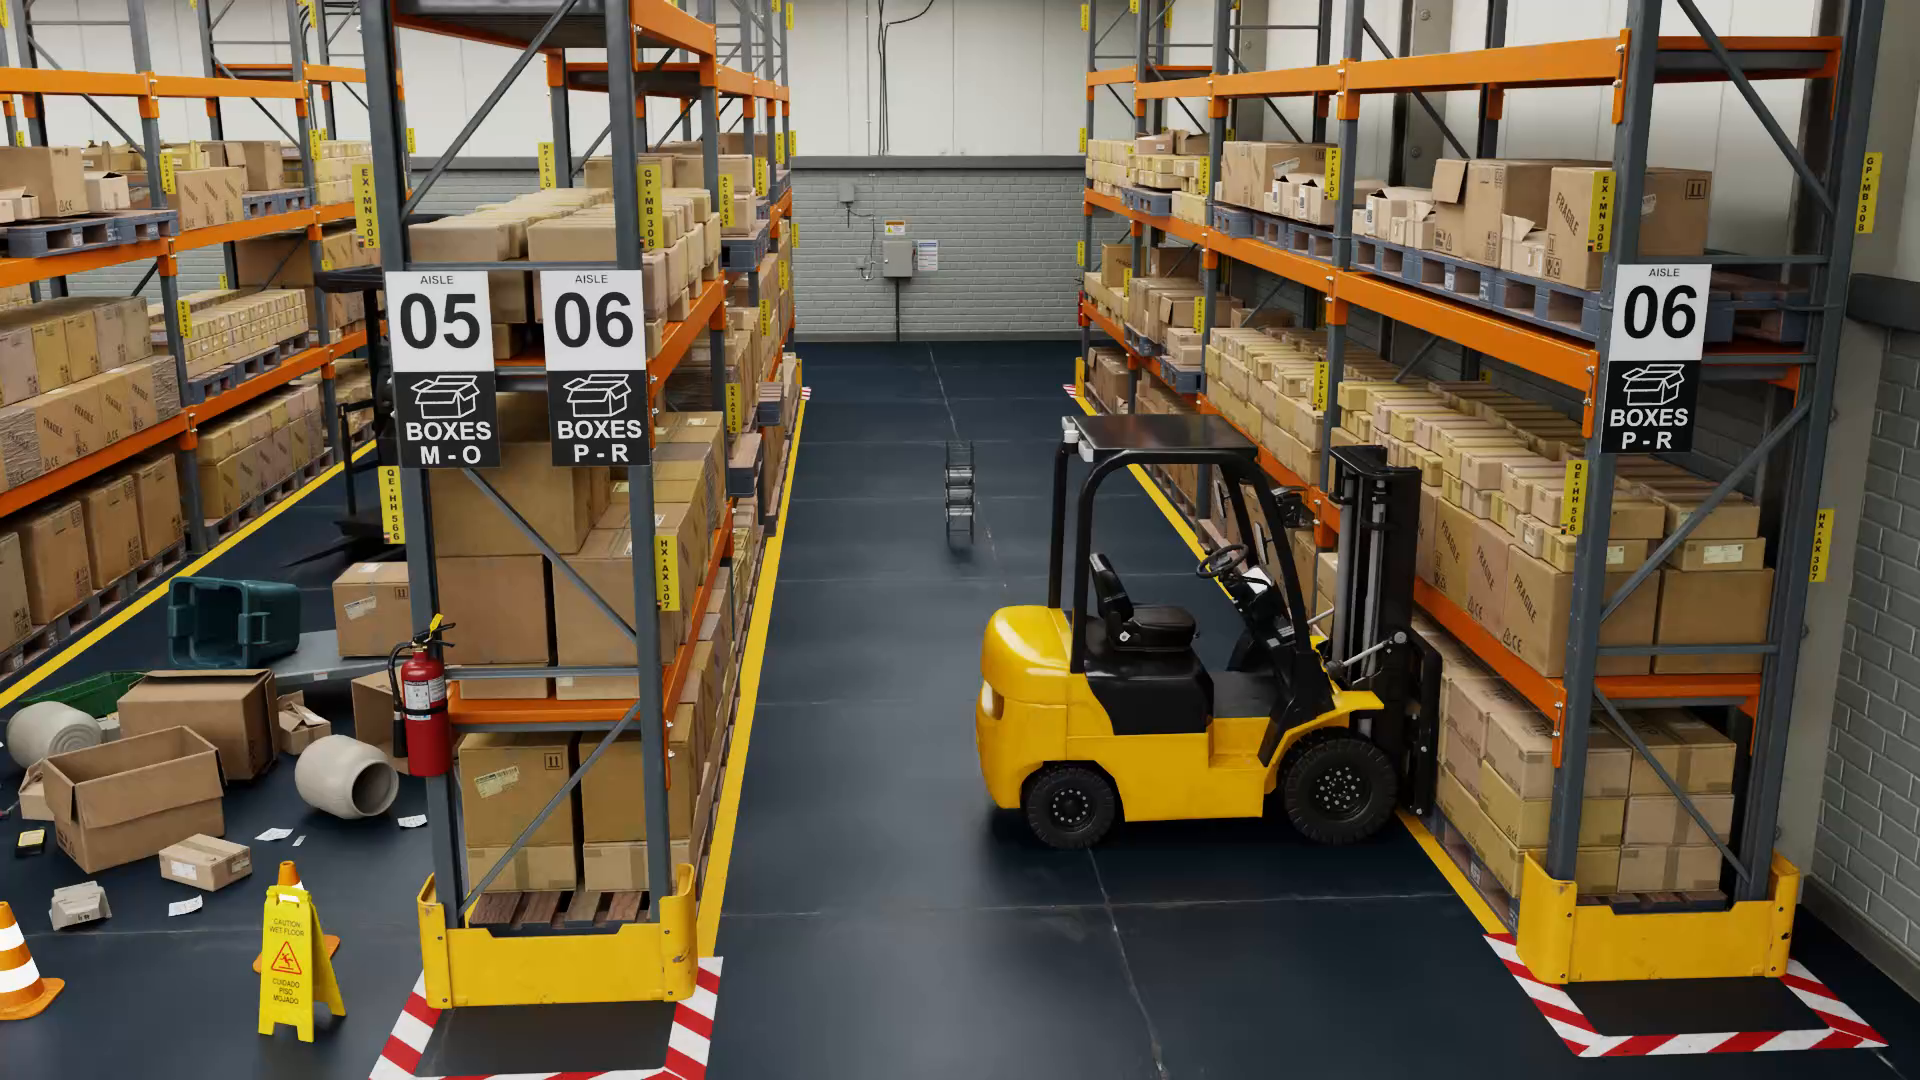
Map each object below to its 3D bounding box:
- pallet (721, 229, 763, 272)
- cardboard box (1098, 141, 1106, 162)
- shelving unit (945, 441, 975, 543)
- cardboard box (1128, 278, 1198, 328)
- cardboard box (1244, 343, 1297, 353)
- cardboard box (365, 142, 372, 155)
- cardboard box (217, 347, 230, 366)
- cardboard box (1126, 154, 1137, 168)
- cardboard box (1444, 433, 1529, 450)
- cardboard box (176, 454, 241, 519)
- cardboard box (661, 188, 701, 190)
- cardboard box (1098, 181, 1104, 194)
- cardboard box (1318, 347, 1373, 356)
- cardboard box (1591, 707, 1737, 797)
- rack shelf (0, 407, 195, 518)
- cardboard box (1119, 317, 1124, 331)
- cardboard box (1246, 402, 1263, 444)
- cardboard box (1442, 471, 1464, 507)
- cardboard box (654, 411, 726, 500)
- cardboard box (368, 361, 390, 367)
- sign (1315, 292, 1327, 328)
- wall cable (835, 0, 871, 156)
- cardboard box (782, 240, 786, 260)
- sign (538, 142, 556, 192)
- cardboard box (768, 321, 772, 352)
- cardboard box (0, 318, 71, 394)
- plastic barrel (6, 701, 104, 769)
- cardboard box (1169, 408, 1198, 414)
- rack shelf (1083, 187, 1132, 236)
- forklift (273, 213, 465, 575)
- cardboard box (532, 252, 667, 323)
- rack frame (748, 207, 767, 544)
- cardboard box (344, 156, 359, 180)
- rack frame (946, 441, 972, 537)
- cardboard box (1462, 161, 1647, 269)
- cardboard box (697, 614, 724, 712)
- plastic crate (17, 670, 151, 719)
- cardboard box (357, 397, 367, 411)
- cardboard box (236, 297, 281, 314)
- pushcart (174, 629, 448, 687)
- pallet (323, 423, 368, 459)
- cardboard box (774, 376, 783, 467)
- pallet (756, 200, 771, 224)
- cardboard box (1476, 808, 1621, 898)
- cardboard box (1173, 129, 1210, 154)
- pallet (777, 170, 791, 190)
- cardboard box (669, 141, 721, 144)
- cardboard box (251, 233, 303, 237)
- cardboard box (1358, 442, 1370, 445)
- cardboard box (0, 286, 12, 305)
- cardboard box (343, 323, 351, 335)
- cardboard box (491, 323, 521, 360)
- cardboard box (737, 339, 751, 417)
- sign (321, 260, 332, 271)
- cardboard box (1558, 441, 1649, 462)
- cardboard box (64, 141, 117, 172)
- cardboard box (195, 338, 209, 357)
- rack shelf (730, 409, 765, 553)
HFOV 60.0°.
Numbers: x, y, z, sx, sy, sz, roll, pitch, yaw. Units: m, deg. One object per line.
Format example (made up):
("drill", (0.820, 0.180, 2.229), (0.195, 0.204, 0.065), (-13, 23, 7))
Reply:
("pallet", (-1.950, -1.945, 11.148), (1.213, 0.211, 1.003), (-1, 14, -3))
("cardboard box", (2.026, -4.891, 20.920), (0.500, 0.250, 0.500), (-1, 14, -4))
("shelving unit", (-0.001, -0.438, 15.146), (0.258, 0.900, 0.210), (-1, 14, -3))
("cardboard box", (2.246, -2.623, 18.383), (0.700, 0.500, 0.500), (-1, 14, -2))
("cardboard box", (2.547, -1.523, 13.646), (0.380, 0.149, 0.250), (-1, 14, -3))
("cardboard box", (-7.335, -4.729, 20.089), (0.380, 0.149, 0.250), (-1, 14, -2))
("cardboard box", (-7.079, -1.719, 15.571), (0.380, 0.149, 0.250), (0, 14, -1))
("cardboard box", (2.021, -4.141, 18.170), (0.380, 0.149, 0.250), (0, 14, -2))
("cardboard box", (2.850, -0.485, 9.015), (0.380, 0.149, 0.250), (-1, 14, -3))
("cardboard box", (-6.990, -0.494, 15.325), (0.500, 0.500, 0.500), (-2, 15, -6))
("cardboard box", (-1.781, -2.070, 10.160), (0.380, 0.149, 0.250), (-1, 14, -2))
("cardboard box", (1.957, -4.481, 21.130), (0.380, 0.149, 0.250), (-1, 14, -4))
("cardboard box", (3.115, -1.470, 13.440), (0.380, 0.149, 0.250), (-1, 14, -4))
("cardboard box", (3.342, 1.011, 7.972), (0.500, 0.250, 0.500), (-1, 14, -4))
("rack shelf", (-7.077, -0.476, 12.523), (1.077, 0.370, 4.000), (-1, 14, -3))
("cardboard box", (2.090, -2.578, 19.754), (0.380, 0.149, 0.250), (-1, 14, -2))
("cardboard box", (2.567, -0.932, 13.152), (0.500, 0.250, 0.500), (0, 14, -2))
("cardboard box", (2.778, -0.274, 8.793), (0.380, 0.149, 0.250), (-1, 14, -3))
("cardboard box", (-1.743, -0.514, 10.431), (0.500, 0.500, 0.500), (-1, 14, -5))
("cardboard box", (-7.452, -2.231, 21.585), (0.380, 0.149, 0.250), (-1, 14, -2))
("sign", (3.241, -2.071, 14.955), (0.100, 0.325, 0.005), (-1, 14, -3))
("wall cable", (-2.645, -7.739, 27.270), (2.355, 3.000, 0.029), (-1, 14, -3))
("cardboard box", (-2.347, -3.326, 19.950), (0.500, 0.500, 0.500), (-1, 14, -2))
("sign", (-2.572, -2.313, 10.371), (0.100, 0.325, 0.005), (-1, 14, -3))
("cardboard box", (-2.101, -1.975, 16.204), (0.500, 0.250, 0.500), (-1, 14, -4))
("cardboard box", (-7.084, -1.362, 12.316), (0.700, 0.500, 0.500), (-1, 14, -4))
("plastic barrel", (-5.351, 1.179, 9.817), (0.512, 0.421, 0.421), (10, 18, 35))
("cardboard box", (2.350, -1.257, 16.987), (0.380, 0.149, 0.250), (-2, 15, -6))
("rack shelf", (2.316, -4.097, 20.578), (1.077, 0.370, 4.000), (-1, 14, -3))
("forklift", (-4.798, -1.314, 14.473), (1.130, 2.935, 3.031), (5, 15, 17))
("cardboard box", (-1.536, -1.087, 7.138), (0.500, 0.250, 0.500), (-1, 14, -4))
("rack frame", (-2.266, -1.423, 14.761), (1.000, 3.000, 0.127), (-1, 14, -3))
("cardboard box", (-7.282, -4.311, 19.264), (0.500, 0.250, 0.500), (-1, 14, -2))
("rack frame", (-0.007, -0.463, 15.244), (0.240, 0.900, 0.006), (-1, 14, -3))
("cardboard box", (2.949, -1.627, 8.288), (0.700, 0.500, 0.500), (-1, 14, -3))
("cardboard box", (-1.648, 0.733, 9.551), (0.500, 0.500, 0.500), (0, 14, 0))
("plastic crate", (-5.634, 1.030, 10.754), (0.450, 0.188, 0.662), (-4, 11, 28))
("cardboard box", (-7.315, -1.636, 19.869), (0.380, 0.149, 0.250), (0, 14, -1))
("cardboard box", (-7.181, -2.393, 16.998), (0.380, 0.149, 0.250), (-1, 14, -4))
("pushcart", (-4.291, 0.889, 11.036), (1.648, 0.377, 0.936), (-6, 16, -23))
("pallet", (-7.525, -1.132, 19.227), (1.003, 0.211, 1.213), (-1, 14, -3))
("cardboard box", (-2.332, -1.215, 17.373), (0.875, 0.875, 0.875), (0, 14, -2))
("pallet", (-2.359, -2.944, 15.030), (1.213, 0.211, 1.003), (0, 14, -1))
("cardboard box", (2.839, 1.505, 8.055), (0.500, 0.250, 0.500), (-1, 14, -3))
("cardboard box", (2.527, -4.348, 18.141), (0.396, 0.266, 0.258), (-1, 14, -4))
("pallet", (-2.706, -4.638, 21.415), (1.003, 0.211, 1.213), (-1, 14, -3))
("cardboard box", (-2.749, -3.899, 17.320), (0.500, 0.500, 0.500), (-1, 14, -4))
("cardboard box", (-7.785, -3.234, 18.996), (0.500, 0.500, 0.500), (-1, 14, -5))
("cardboard box", (2.751, -0.311, 10.237), (0.500, 0.500, 0.500), (-1, 14, -2))
("cardboard box", (-12.327, -3.089, 20.938), (0.500, 0.250, 0.500), (-1, 14, -4))
("cardboard box", (-7.309, -2.466, 19.320), (0.380, 0.149, 0.250), (-2, 15, -6))
("cardboard box", (-2.072, -0.849, 7.014), (0.380, 0.149, 0.250), (-1, 14, -3))
("cardboard box", (-1.810, -1.193, 12.226), (0.500, 0.500, 0.500), (-1, 14, -4))
("sign", (-6.895, -2.887, 18.125), (0.100, 0.325, 0.005), (-1, 14, -3))
("cardboard box", (3.403, -0.429, 8.799), (0.380, 0.149, 0.250), (-1, 14, -5))
("cardboard box", (-7.485, -3.290, 14.260), (0.396, 0.266, 0.258), (-1, 14, -3))
("cardboard box", (-7.049, -1.738, 15.050), (0.380, 0.149, 0.250), (0, 14, -1))
("rack shelf", (-2.142, -0.577, 12.918), (1.077, 0.370, 4.000), (-1, 14, -3))
